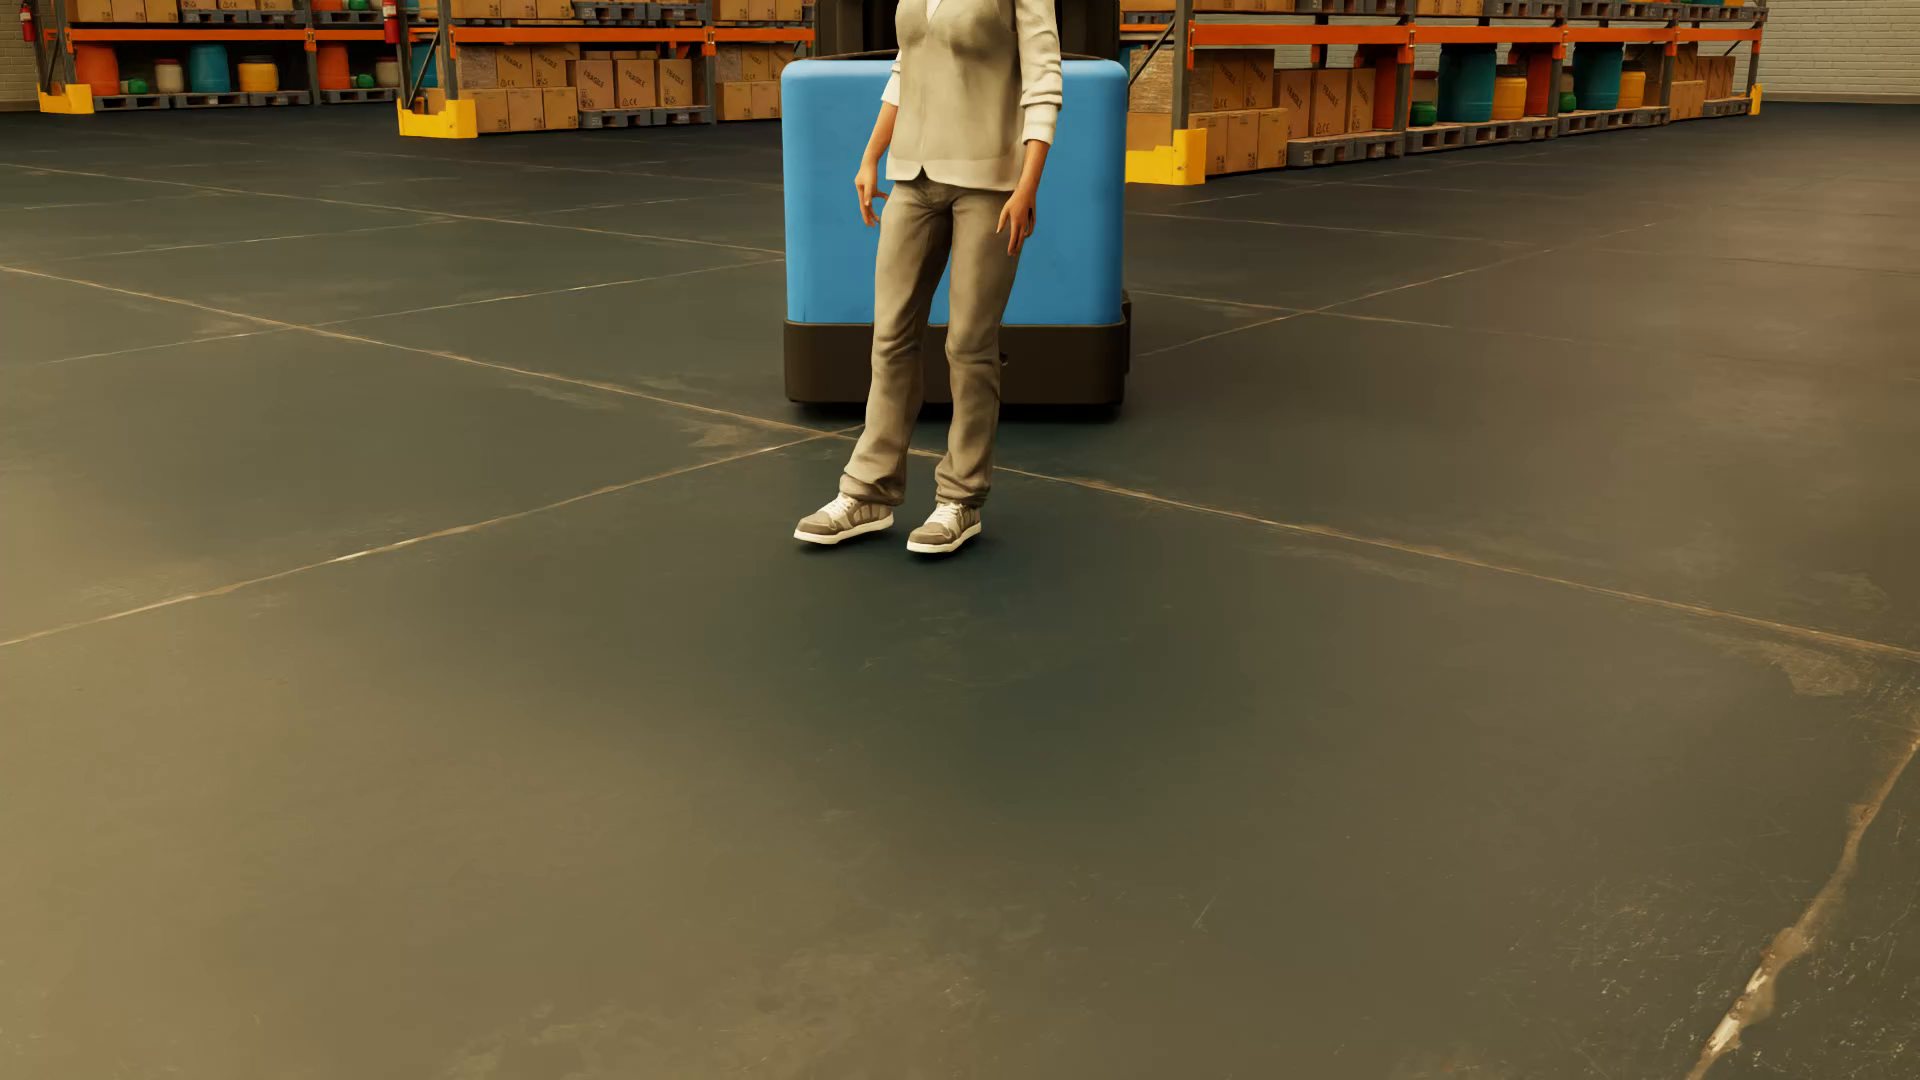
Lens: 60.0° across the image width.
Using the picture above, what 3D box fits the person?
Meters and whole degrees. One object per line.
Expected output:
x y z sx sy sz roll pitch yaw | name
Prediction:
-0.059 -0.757 3.661 0.520 1.599 0.473 13 21 37 | person

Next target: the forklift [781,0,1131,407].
0.034 -2.188 6.103 1.130 2.935 3.031 1 17 2 | forklift
